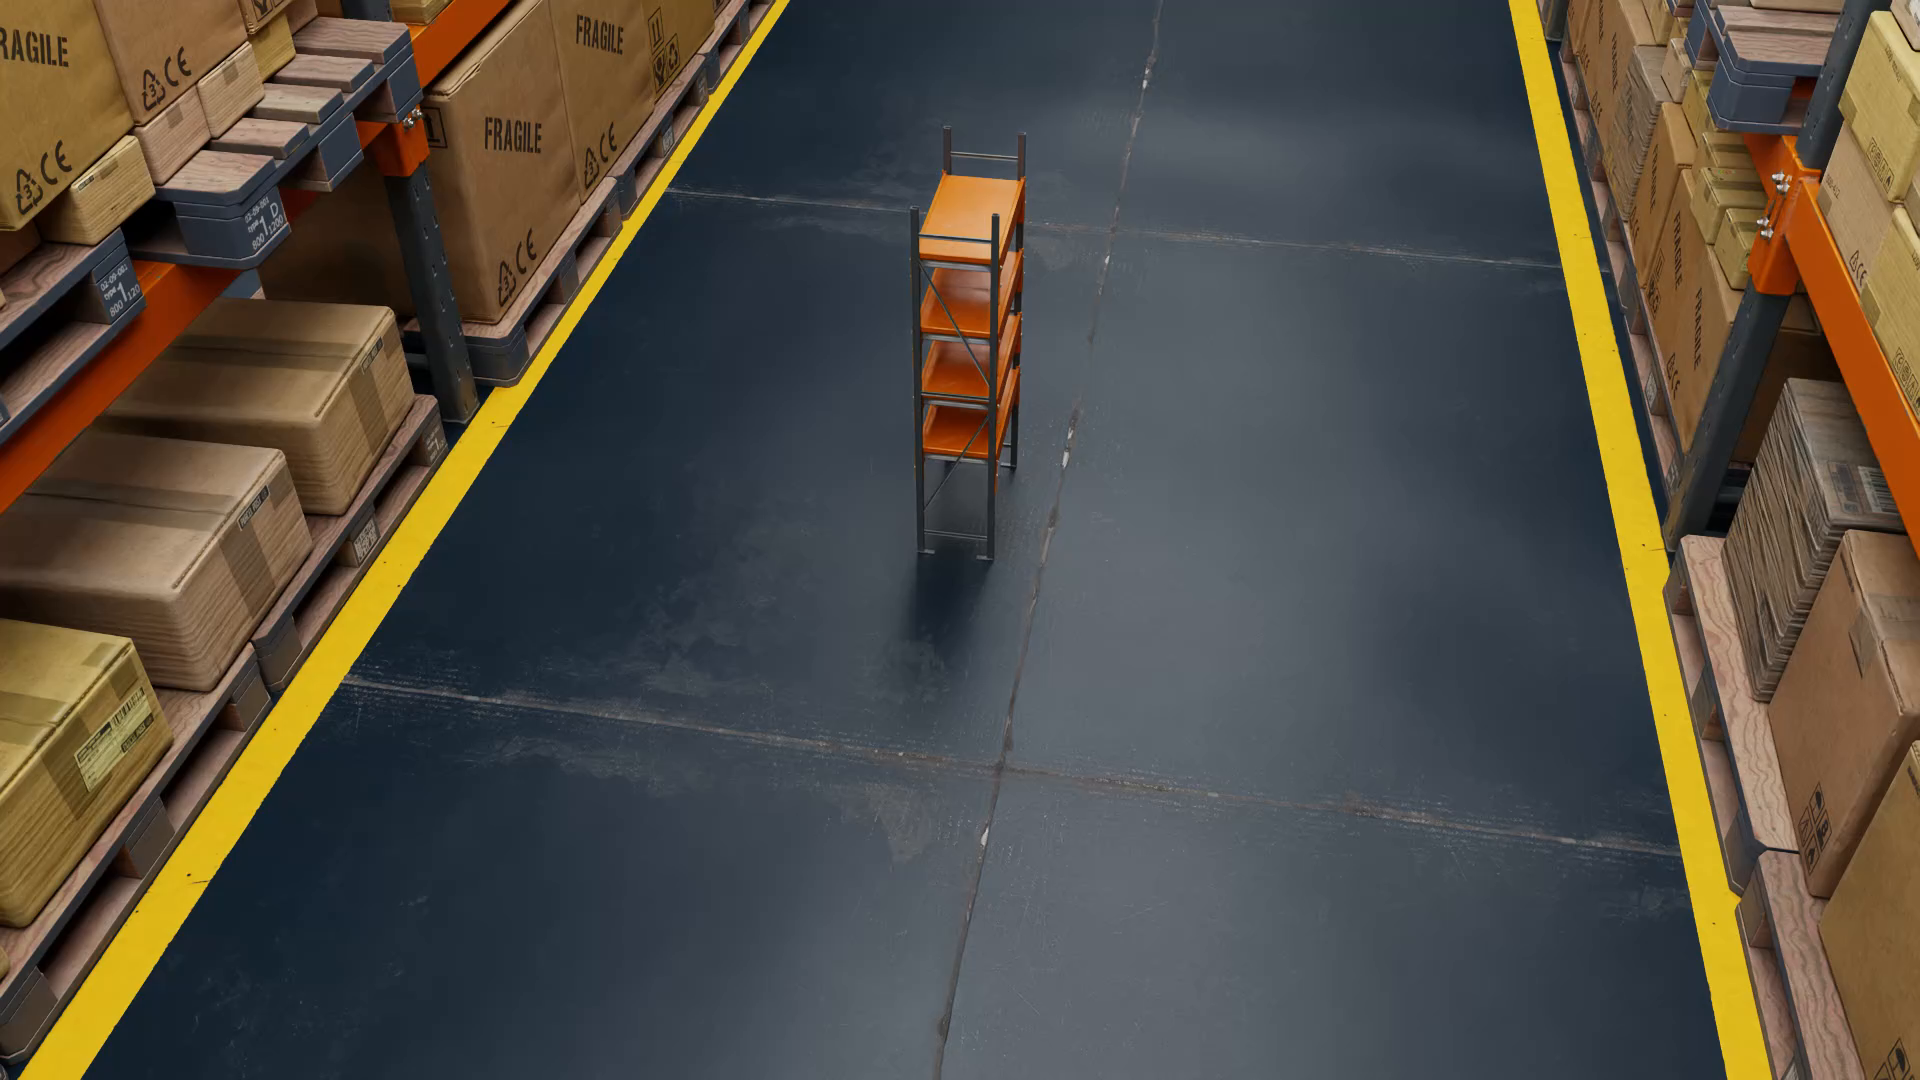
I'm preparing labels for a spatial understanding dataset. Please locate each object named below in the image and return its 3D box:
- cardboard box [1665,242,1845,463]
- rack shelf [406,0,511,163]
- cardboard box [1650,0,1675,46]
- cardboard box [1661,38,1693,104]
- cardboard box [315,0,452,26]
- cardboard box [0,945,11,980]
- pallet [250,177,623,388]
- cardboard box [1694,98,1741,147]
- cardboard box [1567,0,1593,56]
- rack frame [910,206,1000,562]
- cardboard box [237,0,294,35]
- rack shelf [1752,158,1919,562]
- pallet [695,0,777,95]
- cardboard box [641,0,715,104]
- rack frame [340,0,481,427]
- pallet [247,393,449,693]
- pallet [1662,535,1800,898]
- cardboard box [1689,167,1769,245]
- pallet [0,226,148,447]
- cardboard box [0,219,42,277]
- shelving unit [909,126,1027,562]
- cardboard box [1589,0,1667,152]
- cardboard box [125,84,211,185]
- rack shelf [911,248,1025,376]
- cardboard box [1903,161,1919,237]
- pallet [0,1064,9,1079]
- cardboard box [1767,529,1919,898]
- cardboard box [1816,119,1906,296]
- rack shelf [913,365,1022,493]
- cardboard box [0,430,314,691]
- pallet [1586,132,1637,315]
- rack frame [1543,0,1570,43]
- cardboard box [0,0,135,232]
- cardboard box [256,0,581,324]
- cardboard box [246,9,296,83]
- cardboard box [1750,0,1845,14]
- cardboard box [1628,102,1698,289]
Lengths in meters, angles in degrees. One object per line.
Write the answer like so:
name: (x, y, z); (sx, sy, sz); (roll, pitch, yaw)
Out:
cardboard box: (2.572, -0.581, 5.231); (0.500, 0.500, 0.500); (7, 40, 9)
rack shelf: (-1.833, -2.617, 6.625); (1.077, 0.370, 4.000); (6, 40, 8)
cardboard box: (2.914, -2.030, 6.475); (0.380, 0.149, 0.250); (8, 40, 9)
cardboard box: (2.804, -1.709, 6.086); (0.380, 0.149, 0.250); (5, 40, 6)
cardboard box: (-1.847, -1.860, 5.264); (0.500, 0.250, 0.500); (6, 40, 7)
cardboard box: (-2.662, 0.942, 3.490); (0.950, 0.372, 0.625); (9, 40, 10)
pallet: (-1.968, -1.051, 6.355); (1.003, 0.211, 1.213); (6, 40, 8)
cardboard box: (2.743, -1.376, 5.683); (0.380, 0.149, 0.250); (8, 40, 9)
cardboard box: (3.097, -2.524, 7.581); (0.500, 0.500, 0.500); (8, 40, 10)
rack frame: (-0.014, -0.413, 4.808); (0.240, 1.200, 0.015); (6, 40, 8)
cardboard box: (-1.984, -1.638, 4.235); (0.500, 0.500, 0.500); (5, 40, 6)
rack shelf: (2.364, 0.439, 2.930); (1.077, 0.370, 4.000); (6, 40, 8)
pallet: (-1.546, -2.582, 8.207); (1.003, 0.211, 1.213); (6, 40, 8)
cardboard box: (-1.664, -2.526, 7.289); (0.875, 0.875, 0.875); (7, 40, 9)
rack frame: (-2.179, -1.639, 4.878); (1.000, 3.000, 0.127); (6, 40, 8)
pallet: (-2.316, -0.074, 5.174); (1.003, 0.211, 1.213); (6, 40, 8)
pallet: (2.530, 0.493, 4.488); (1.003, 0.211, 1.213); (6, 40, 8)
cardboard box: (2.563, -1.055, 5.295); (0.380, 0.149, 0.250); (4, 40, 5)
pallet: (-2.481, -0.318, 3.431); (1.003, 0.211, 1.213); (6, 40, 8)
cardboard box: (-2.231, -0.658, 3.559); (0.380, 0.149, 0.250); (7, 40, 8)
shelving unit: (0.029, -0.566, 4.993); (0.258, 1.200, 0.503); (6, 40, 8)
cardboard box: (2.924, -1.876, 6.797); (0.500, 0.500, 0.500); (5, 40, 6)
cardboard box: (-2.030, -0.976, 3.944); (0.380, 0.149, 0.250); (5, 40, 6)
rack shelf: (0.029, -0.687, 4.894); (0.258, 0.148, 0.480); (6, 40, 8)
cardboard box: (2.305, -0.663, 3.423); (0.500, 0.250, 0.500); (8, 40, 9)
pallet: (-2.738, 1.458, 3.321); (1.003, 0.211, 1.213); (6, 40, 8)
cardboard box: (2.484, 0.461, 3.873); (0.875, 0.625, 0.625); (8, 40, 9)
cardboard box: (2.393, -0.784, 3.962); (0.500, 0.250, 0.500); (7, 40, 8)
rack shelf: (0.029, -0.361, 5.163); (0.258, 0.148, 0.480); (6, 40, 8)
cardboard box: (-2.406, 0.030, 4.593); (0.950, 0.372, 0.625); (6, 40, 7)
pallet: (3.090, -1.247, 6.592); (1.003, 0.211, 1.213); (6, 40, 8)
rack frame: (3.403, -3.604, 7.255); (1.000, 3.000, 0.127); (6, 40, 8)
cardboard box: (-2.149, -0.995, 3.458); (0.500, 0.500, 0.500); (4, 40, 5)
cardboard box: (-1.978, -1.406, 5.934); (0.875, 0.875, 0.875); (6, 40, 7)
cardboard box: (-1.979, -1.296, 4.331); (0.380, 0.149, 0.250); (7, 40, 8)
cardboard box: (2.446, -1.613, 4.715); (0.380, 0.149, 0.250); (7, 40, 8)
cardboard box: (2.757, -1.223, 6.007); (0.500, 0.500, 0.500); (8, 40, 10)
